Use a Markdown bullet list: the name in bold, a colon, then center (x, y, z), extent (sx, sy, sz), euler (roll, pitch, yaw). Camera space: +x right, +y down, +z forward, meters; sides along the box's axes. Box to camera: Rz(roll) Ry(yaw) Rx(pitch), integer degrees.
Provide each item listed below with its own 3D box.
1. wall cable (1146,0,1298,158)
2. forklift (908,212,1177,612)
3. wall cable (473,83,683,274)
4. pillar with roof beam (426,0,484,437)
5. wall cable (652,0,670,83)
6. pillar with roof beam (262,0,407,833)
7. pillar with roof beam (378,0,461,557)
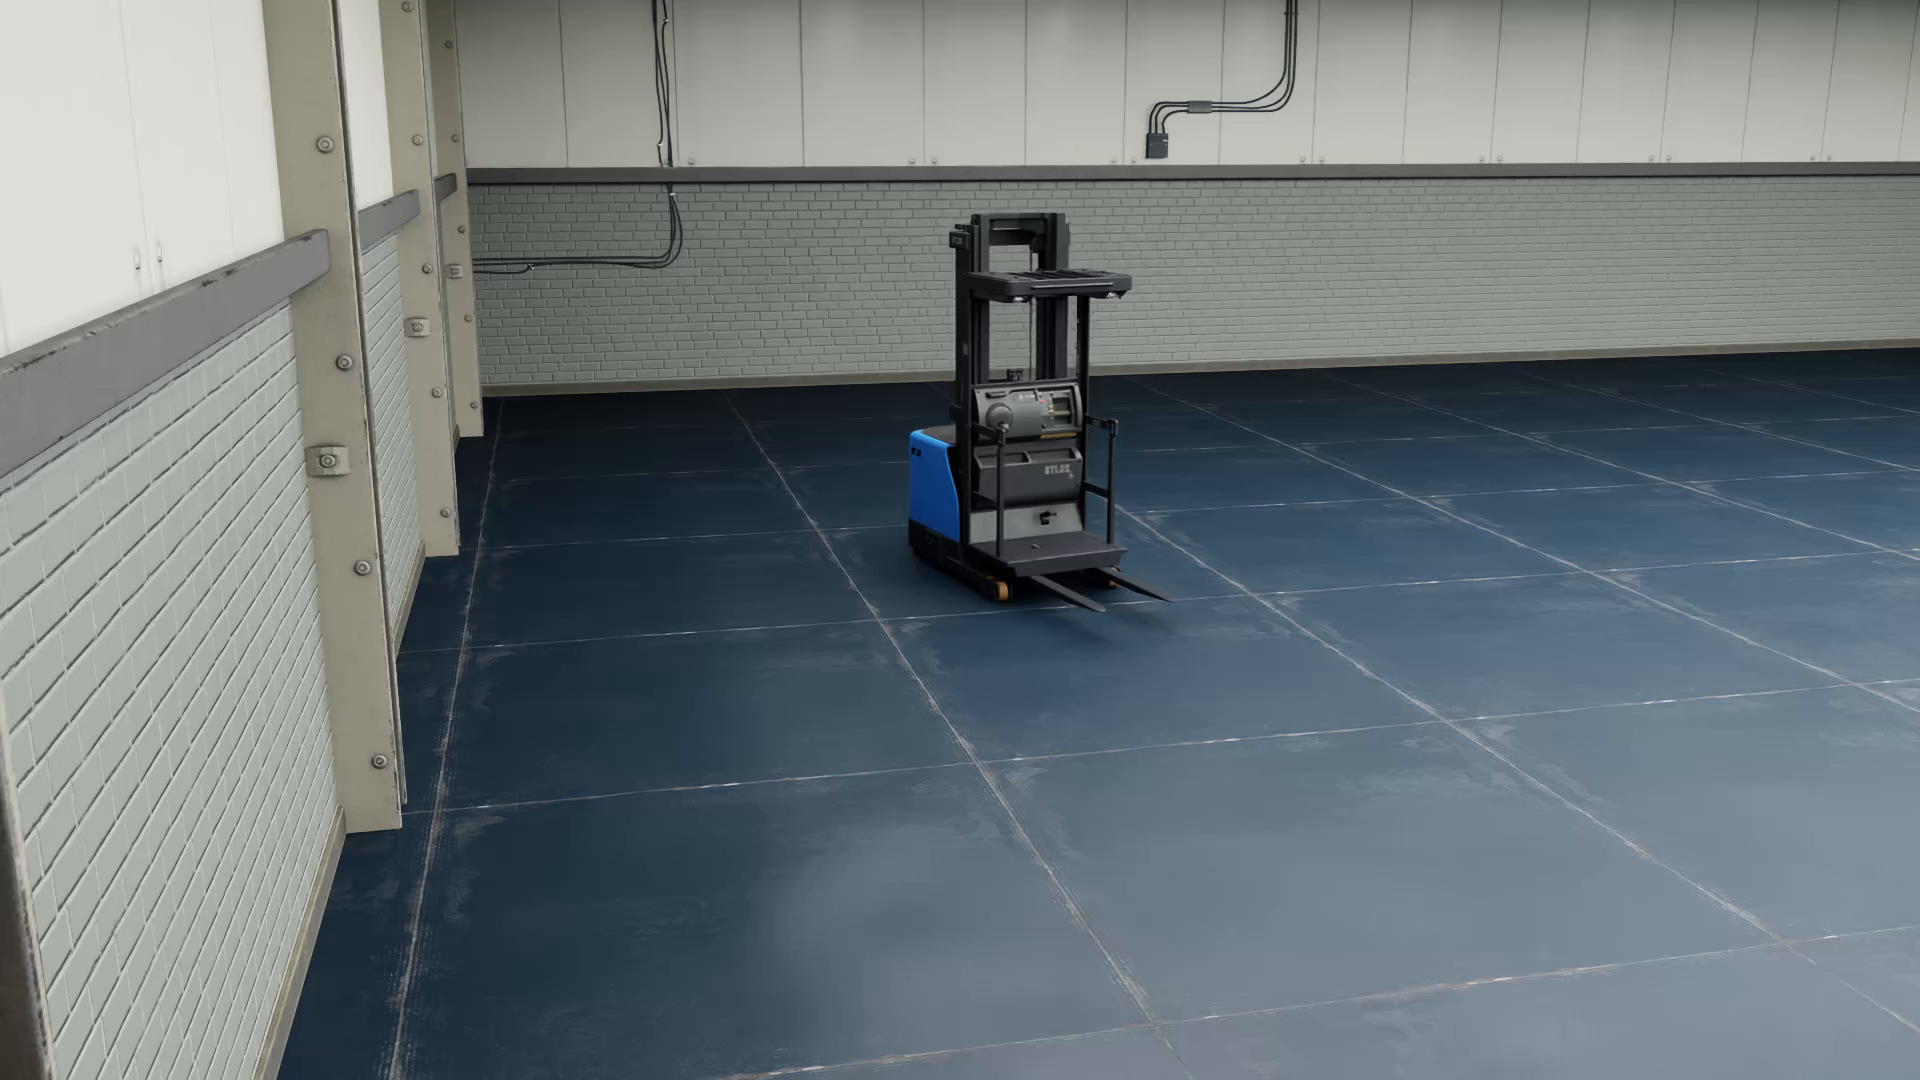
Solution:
- **wall cable**: center (3.875, -8.594, 23.977), extent (2.305, 6.003, 0.169), euler (-3, 14, -13)
- **forklift**: center (0.641, -1.057, 13.078), extent (1.130, 2.935, 3.031), euler (-6, 15, -25)
- **wall cable**: center (-5.356, -4.908, 22.598), extent (3.097, 2.526, 0.112), euler (-3, 14, -13)
- **pillar with roof beam**: center (-1.765, -5.903, 20.129), extent (9.100, 9.000, 0.400), euler (-3, 14, -13)
- **wall cable**: center (-2.727, -7.512, 22.616), extent (3.097, 2.526, 0.112), euler (-3, 14, -13)
- **pillar with roof beam**: center (1.053, -3.135, 8.798), extent (9.100, 9.000, 0.400), euler (-3, 14, -13)
- **pillar with roof beam**: center (-0.356, -4.519, 14.463), extent (9.100, 9.000, 0.400), euler (-3, 14, -13)
